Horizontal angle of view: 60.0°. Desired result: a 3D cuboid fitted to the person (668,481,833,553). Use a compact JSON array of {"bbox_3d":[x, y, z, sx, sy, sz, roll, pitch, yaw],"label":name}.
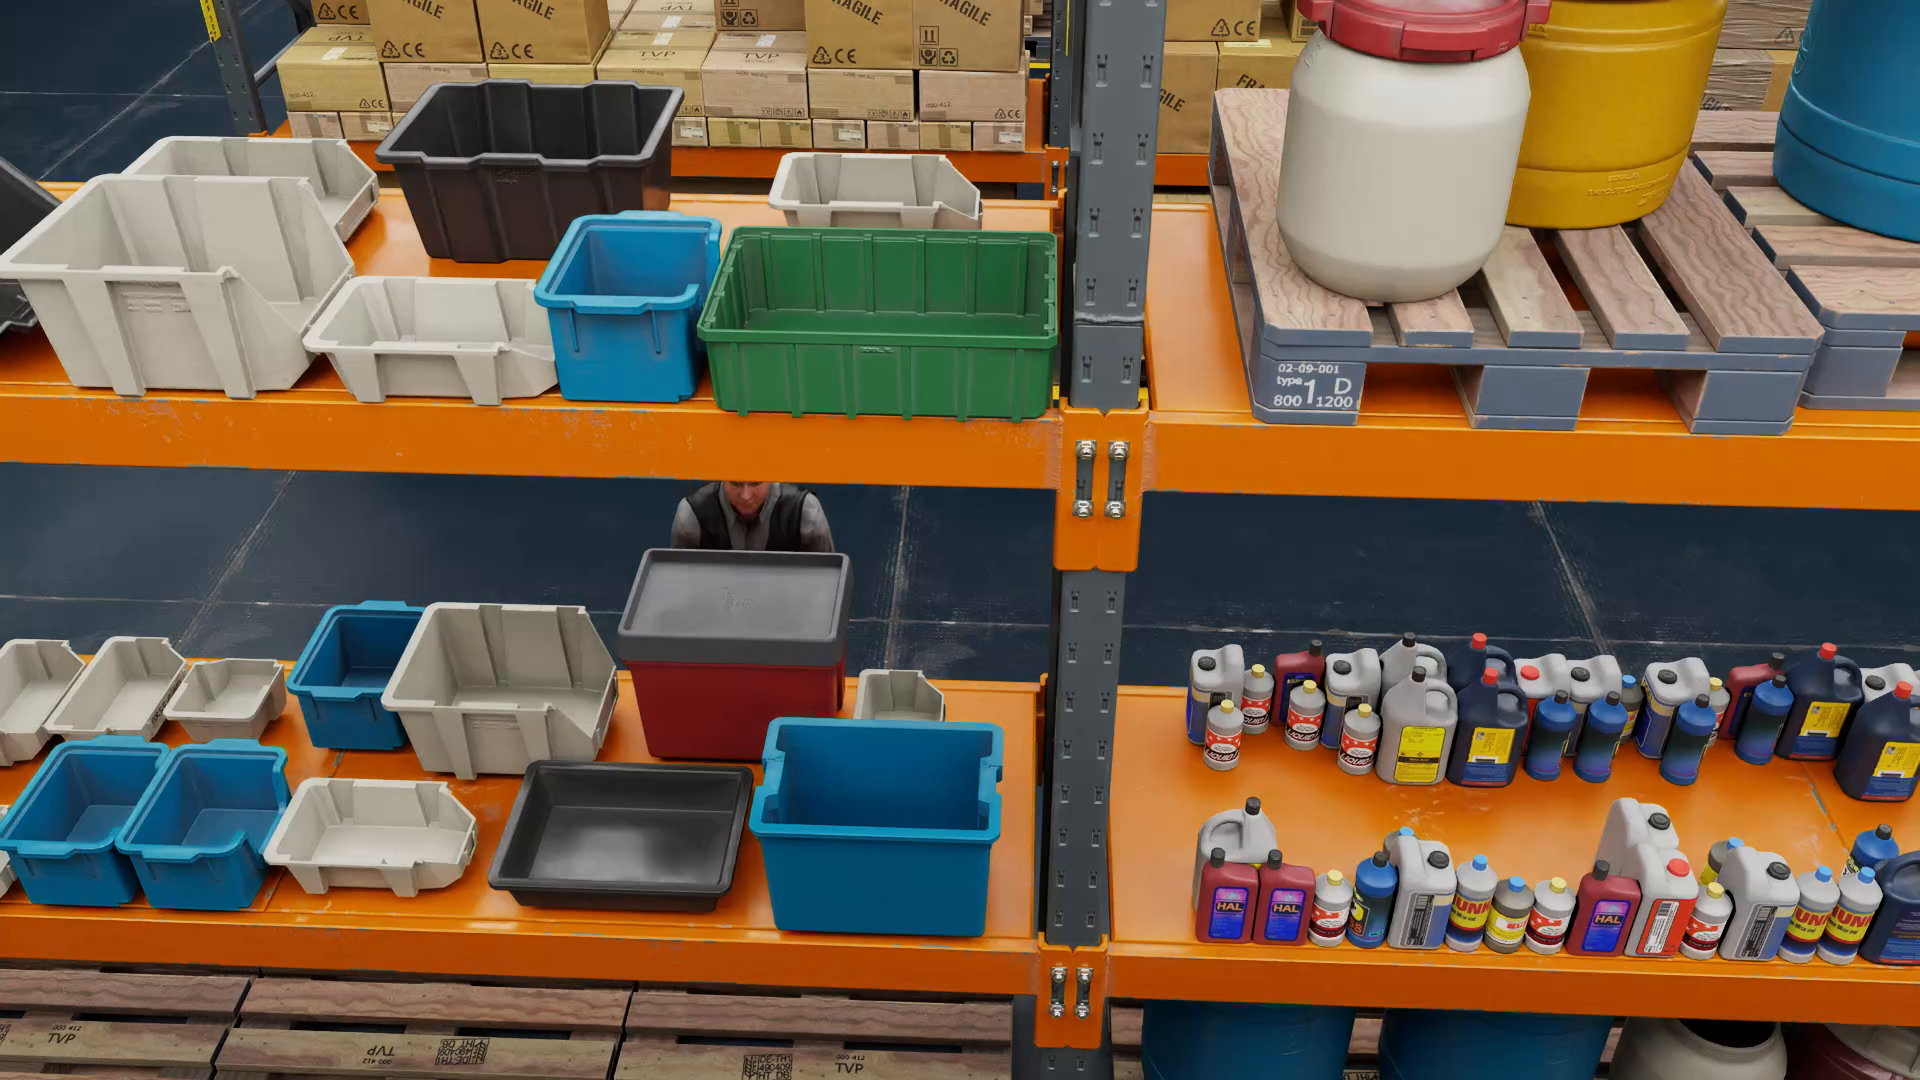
[{"bbox_3d":[-0.692,0.339,5.690,0.589,1.721,0.417,0,35,0],"label":"person"}]
